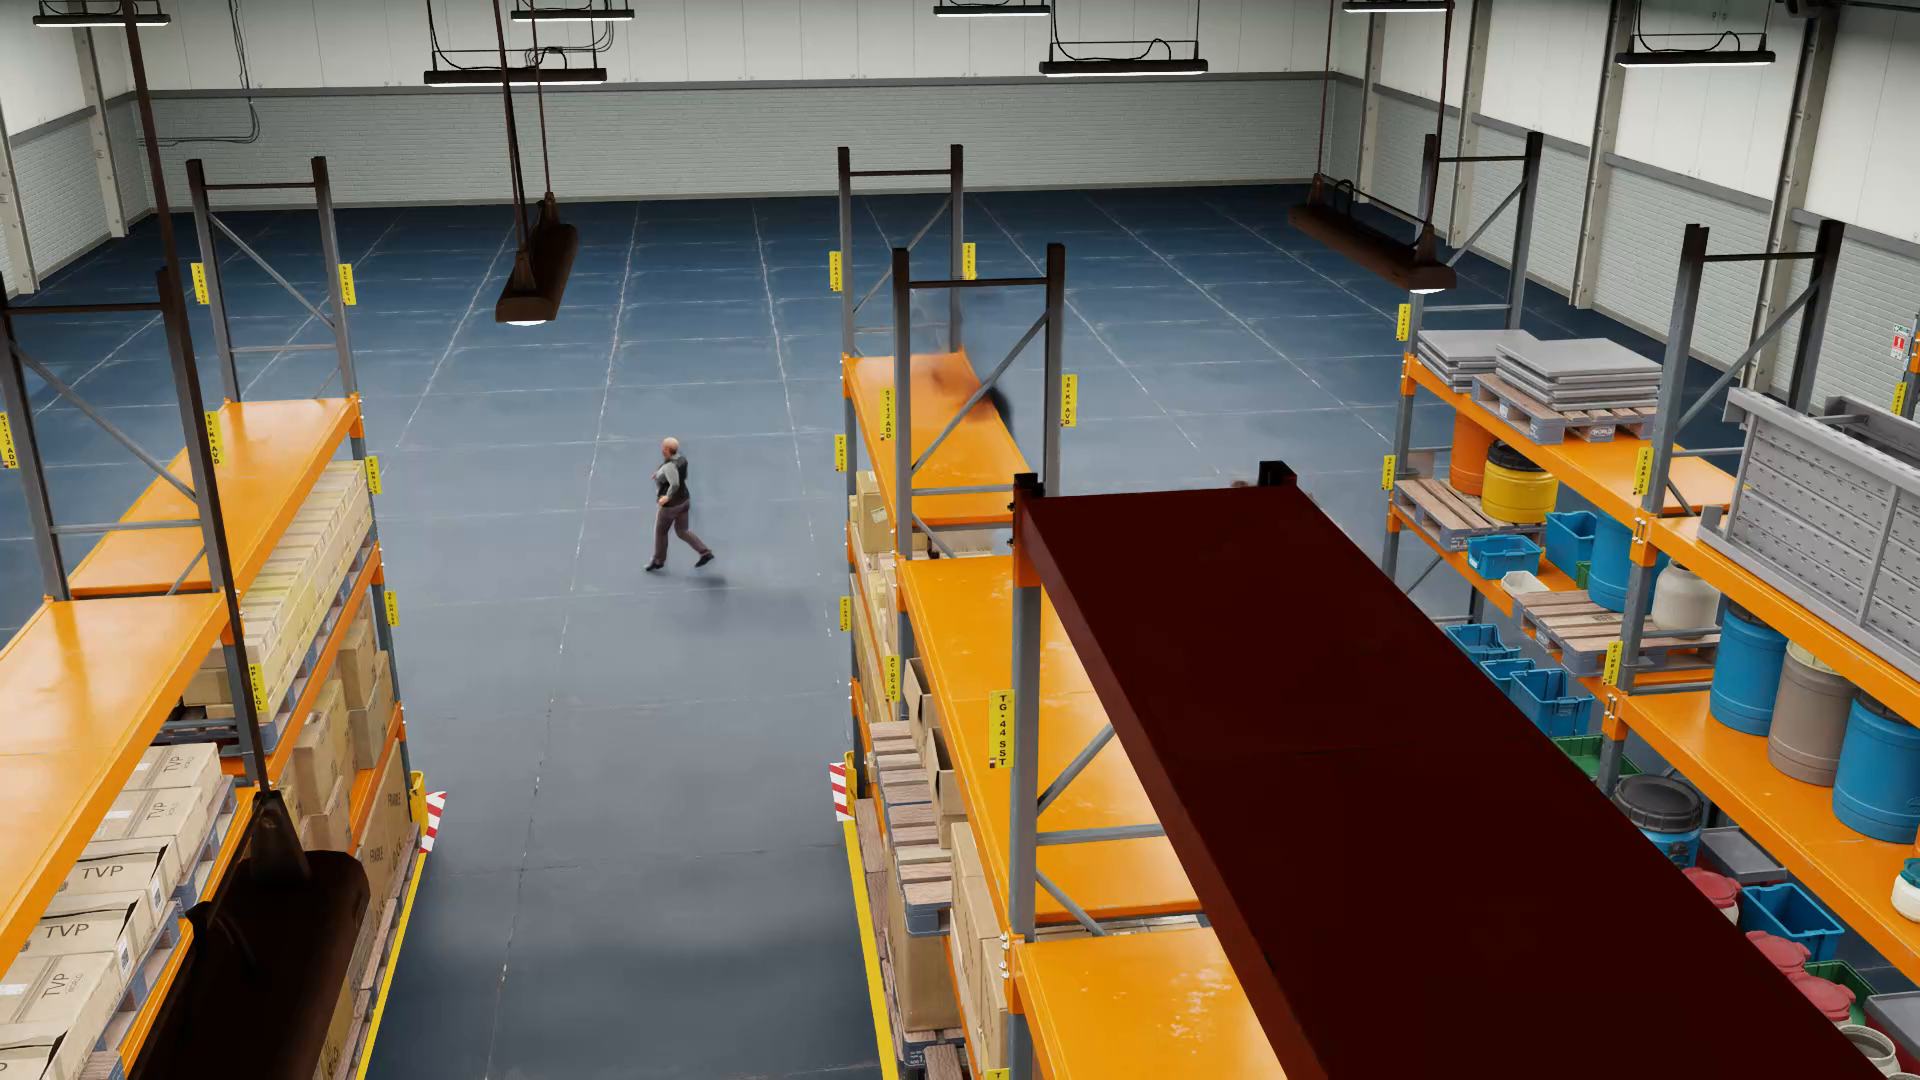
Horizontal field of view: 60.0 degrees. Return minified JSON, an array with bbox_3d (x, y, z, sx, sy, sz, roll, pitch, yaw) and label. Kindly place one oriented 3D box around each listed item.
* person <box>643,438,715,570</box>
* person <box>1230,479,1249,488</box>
[{"bbox_3d":[-3.485,-0.416,20.330,0.955,1.737,0.658,9,23,20],"label":"person"},{"bbox_3d":[3.274,0.044,19.363,0.874,1.595,0.539,6,22,14],"label":"person"}]
